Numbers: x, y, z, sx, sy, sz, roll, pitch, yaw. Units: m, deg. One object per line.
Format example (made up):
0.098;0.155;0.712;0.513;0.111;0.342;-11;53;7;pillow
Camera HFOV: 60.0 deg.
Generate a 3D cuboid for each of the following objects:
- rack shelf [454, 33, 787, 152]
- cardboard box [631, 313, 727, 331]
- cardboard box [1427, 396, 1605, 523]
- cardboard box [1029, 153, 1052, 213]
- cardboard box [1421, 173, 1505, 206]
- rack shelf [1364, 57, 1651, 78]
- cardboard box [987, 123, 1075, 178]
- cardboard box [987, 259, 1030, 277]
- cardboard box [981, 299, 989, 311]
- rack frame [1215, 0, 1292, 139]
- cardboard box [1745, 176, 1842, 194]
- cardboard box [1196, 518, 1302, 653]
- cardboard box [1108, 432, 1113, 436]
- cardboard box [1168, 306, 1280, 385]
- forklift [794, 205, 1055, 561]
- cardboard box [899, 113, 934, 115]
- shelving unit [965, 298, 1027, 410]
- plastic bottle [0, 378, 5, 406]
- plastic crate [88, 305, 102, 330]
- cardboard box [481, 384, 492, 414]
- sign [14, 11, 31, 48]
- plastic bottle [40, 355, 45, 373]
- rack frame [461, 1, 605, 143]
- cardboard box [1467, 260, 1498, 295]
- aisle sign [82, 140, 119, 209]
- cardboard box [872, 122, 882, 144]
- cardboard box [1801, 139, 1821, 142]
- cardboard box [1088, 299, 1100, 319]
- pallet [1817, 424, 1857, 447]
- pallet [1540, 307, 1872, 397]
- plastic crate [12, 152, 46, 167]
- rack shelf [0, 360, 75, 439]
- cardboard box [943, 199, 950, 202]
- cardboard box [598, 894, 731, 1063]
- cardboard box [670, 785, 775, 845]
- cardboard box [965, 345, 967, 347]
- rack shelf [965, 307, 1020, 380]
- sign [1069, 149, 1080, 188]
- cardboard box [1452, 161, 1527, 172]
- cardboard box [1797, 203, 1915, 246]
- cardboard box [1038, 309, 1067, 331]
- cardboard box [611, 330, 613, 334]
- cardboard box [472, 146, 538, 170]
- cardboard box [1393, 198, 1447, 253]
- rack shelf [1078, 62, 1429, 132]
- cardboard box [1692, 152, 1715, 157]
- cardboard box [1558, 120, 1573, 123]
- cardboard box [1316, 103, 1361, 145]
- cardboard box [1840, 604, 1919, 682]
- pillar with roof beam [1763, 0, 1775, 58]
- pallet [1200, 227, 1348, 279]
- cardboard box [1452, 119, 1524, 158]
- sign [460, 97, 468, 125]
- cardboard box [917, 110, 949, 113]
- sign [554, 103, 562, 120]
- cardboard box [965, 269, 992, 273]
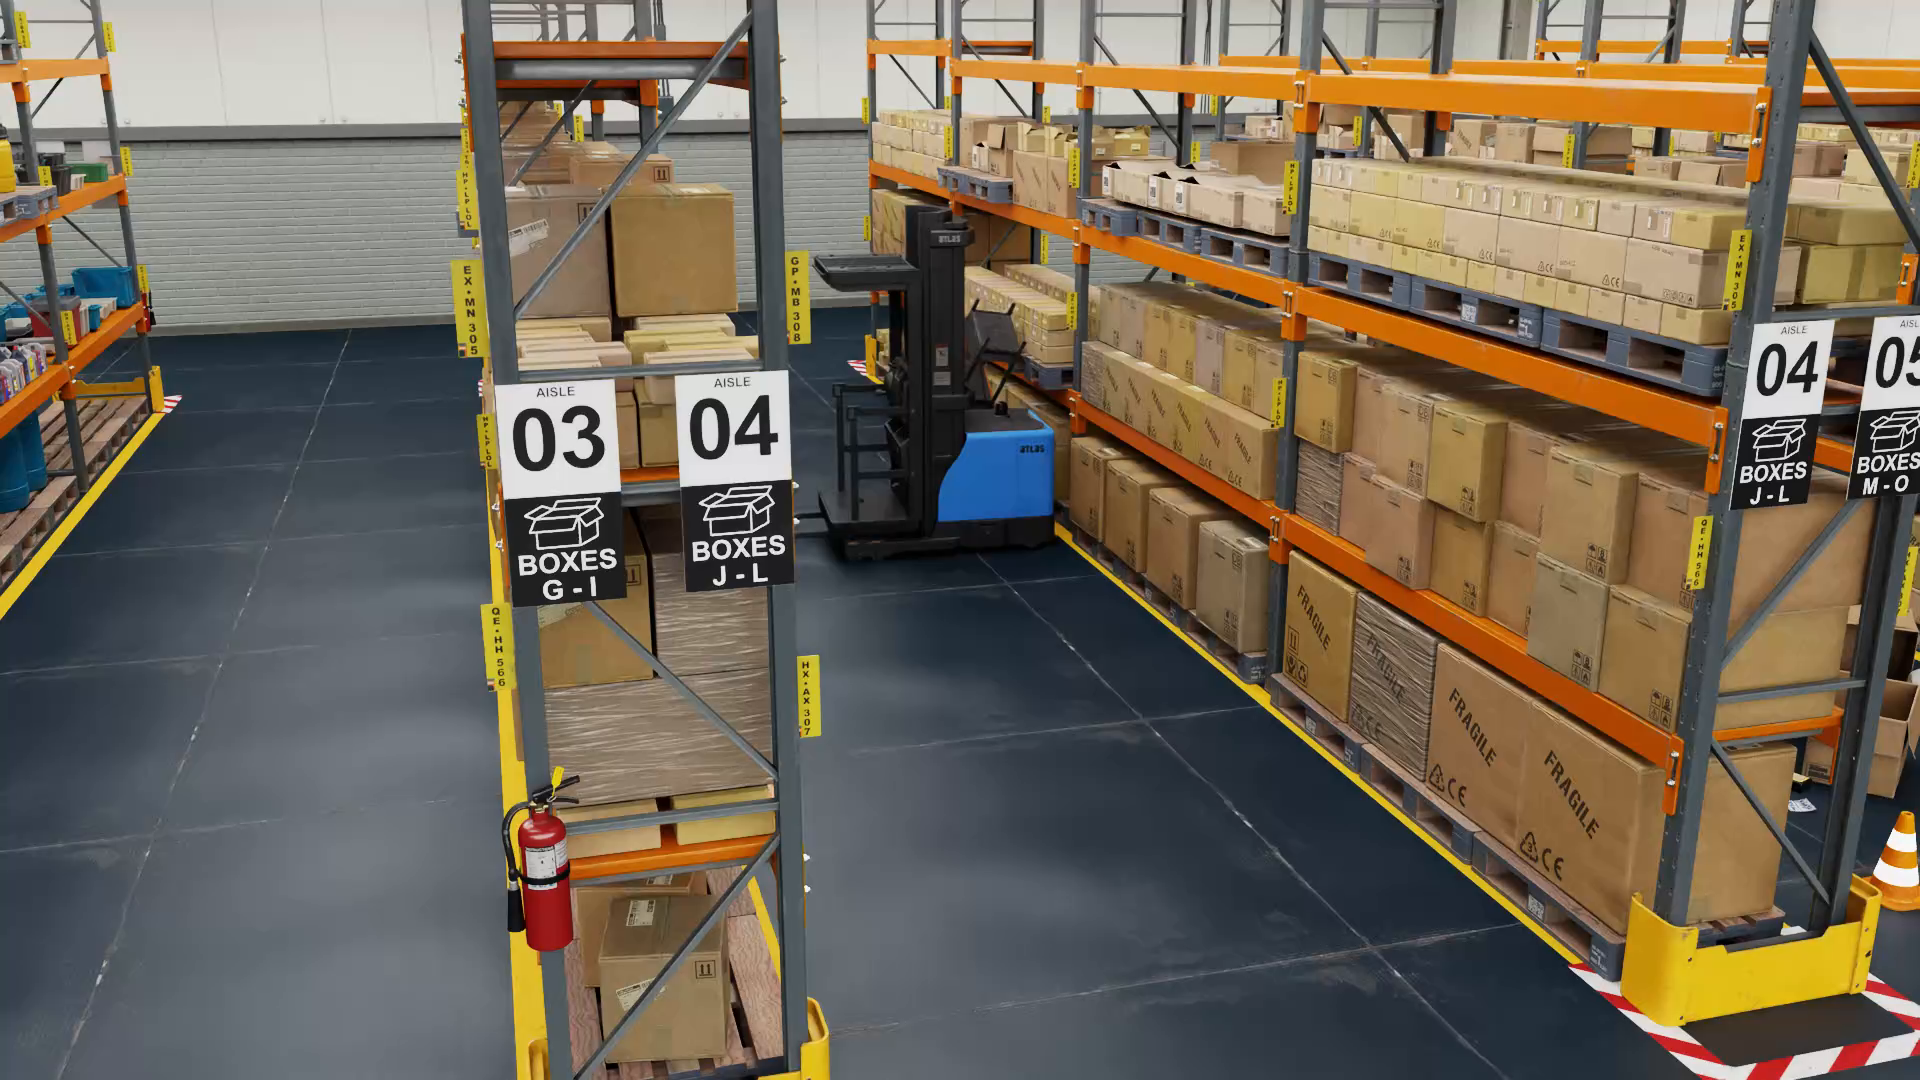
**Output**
-1.648;-2.032;7.330;1.077;0.370;4.000;-5;17;-15;rack shelf
-1.187;-0.890;7.053;0.380;0.149;0.250;-5;17;-15;cardboard box
3.099;-0.457;9.122;0.875;0.550;0.500;-5;17;-15;cardboard box
0.948;-3.288;15.297;0.500;0.500;0.500;-5;17;-15;cardboard box
2.723;-1.890;8.962;0.380;0.149;0.250;-5;17;-15;cardboard box
5.682;-4.838;17.362;1.077;0.370;4.000;-5;17;-15;rack shelf
0.698;-3.884;16.546;0.797;0.503;0.637;-5;17;-16;cardboard box
0.506;-2.982;18.975;0.500;0.500;0.500;-5;17;-16;cardboard box
0.432;-2.350;16.752;0.380;0.149;0.250;-5;17;-16;cardboard box
4.033;-7.034;22.726;1.000;3.000;0.127;-5;17;-15;rack frame
6.757;-2.839;13.506;0.500;0.250;0.500;-4;17;-15;cardboard box
2.342;0.290;11.954;1.050;0.750;0.750;-5;17;-16;cardboard box
1.543;-1.102;15.717;0.500;0.250;0.500;-6;18;-18;cardboard box
2.037;-1.507;12.845;0.700;0.500;0.500;-5;17;-16;cardboard box
-0.730;-1.386;14.470;3.031;2.935;1.130;-3;17;-10;forklift
-0.533;-5.146;20.354;0.380;0.149;0.250;-4;17;-14;cardboard box
0.024;-1.394;16.076;0.431;2.100;0.503;4;52;-23;shelving unit
-8.289;-1.322;14.226;0.144;0.351;0.185;-5;17;-15;plastic bottle
-9.447;-2.386;17.869;0.416;0.233;0.300;-5;17;-15;plastic crate
-3.955;-1.032;16.136;1.225;0.875;0.875;-5;18;-17;cardboard box
-8.629;-4.695;15.304;0.100;0.325;0.005;-5;17;-15;sign
-8.681;-1.671;15.645;0.097;0.201;0.097;0;17;0;plastic bottle
-3.297;-4.038;12.751;1.000;3.000;0.127;-5;17;-15;rack frame
2.862;-1.368;8.611;0.380;0.149;0.250;-4;17;-15;cardboard box
-9.996;-4.274;19.447;0.394;0.787;0.004;-5;17;-15;aisle sign
-0.826;-5.201;21.230;0.500;0.250;0.500;-4;17;-14;cardboard box
9.947;-4.546;19.190;0.380;0.149;0.250;-4;17;-14;cardboard box
1.419;-2.180;15.667;0.380;0.149;0.250;-5;17;-16;cardboard box
7.260;-0.972;13.309;1.003;0.211;1.213;-5;17;-15;pallet
3.484;-0.914;7.721;1.003;0.211;1.213;-5;17;-15;pallet
-10.102;-3.948;17.776;0.504;0.338;0.767;-5;17;-15;plastic crate
-8.609;-0.981;14.256;1.077;0.370;4.000;-5;17;-15;rack shelf
0.105;-3.874;20.207;0.500;0.500;0.500;-5;18;-17;cardboard box
-1.254;1.871;7.126;0.500;0.500;0.500;-1;17;-5;cardboard box
-0.948;1.071;6.609;0.380;0.149;0.250;-5;17;-15;cardboard box
0.001;-2.372;20.825;0.380;0.149;0.250;-5;18;-17;cardboard box
0.258;-1.804;15.577;0.431;0.518;0.480;4;52;-23;rack shelf
0.977;-3.170;14.180;0.100;0.325;0.005;-5;17;-15;sign
3.144;-2.154;9.841;0.380;0.149;0.250;-5;17;-15;cardboard box
3.912;-1.380;7.266;0.380;0.149;0.250;-5;17;-15;cardboard box
0.924;-1.994;15.047;0.380;0.149;0.250;-5;18;-17;cardboard box
-1.411;-0.893;7.758;0.500;0.250;0.500;-4;17;-14;cardboard box
-3.280;-2.597;12.128;0.500;0.500;0.500;-5;17;-15;cardboard box
2.743;-1.742;9.163;0.500;0.250;0.500;-5;17;-16;cardboard box
2.049;-3.312;12.283;1.077;0.370;4.000;-5;17;-15;rack shelf
9.521;-4.840;21.074;0.380;0.149;0.250;-5;17;-16;cardboard box
8.806;-6.016;23.426;0.500;0.250;0.500;-5;17;-16;cardboard box
4.730;-5.160;20.618;0.797;0.503;0.637;-3;17;-11;cardboard box
6.317;0.759;11.554;0.500;0.500;0.500;7;18;23;cardboard box
6.439;-6.244;20.098;9.100;9.000;0.400;-5;17;-15;pillar with roof beam
2.299;-2.017;11.570;0.805;0.209;1.217;-5;18;-17;pallet
5.468;-4.098;17.263;0.500;0.500;0.500;-5;17;-15;cardboard box
-6.031;-5.228;20.272;0.100;0.325;0.005;-5;17;-15;sign
-0.331;-5.394;21.178;0.380;0.149;0.250;-4;17;-14;cardboard box
-4.970;-5.239;20.564;0.100;0.325;0.005;-5;17;-15;sign
0.149;-2.779;17.661;0.380;0.149;0.250;-4;17;-14;cardboard box
